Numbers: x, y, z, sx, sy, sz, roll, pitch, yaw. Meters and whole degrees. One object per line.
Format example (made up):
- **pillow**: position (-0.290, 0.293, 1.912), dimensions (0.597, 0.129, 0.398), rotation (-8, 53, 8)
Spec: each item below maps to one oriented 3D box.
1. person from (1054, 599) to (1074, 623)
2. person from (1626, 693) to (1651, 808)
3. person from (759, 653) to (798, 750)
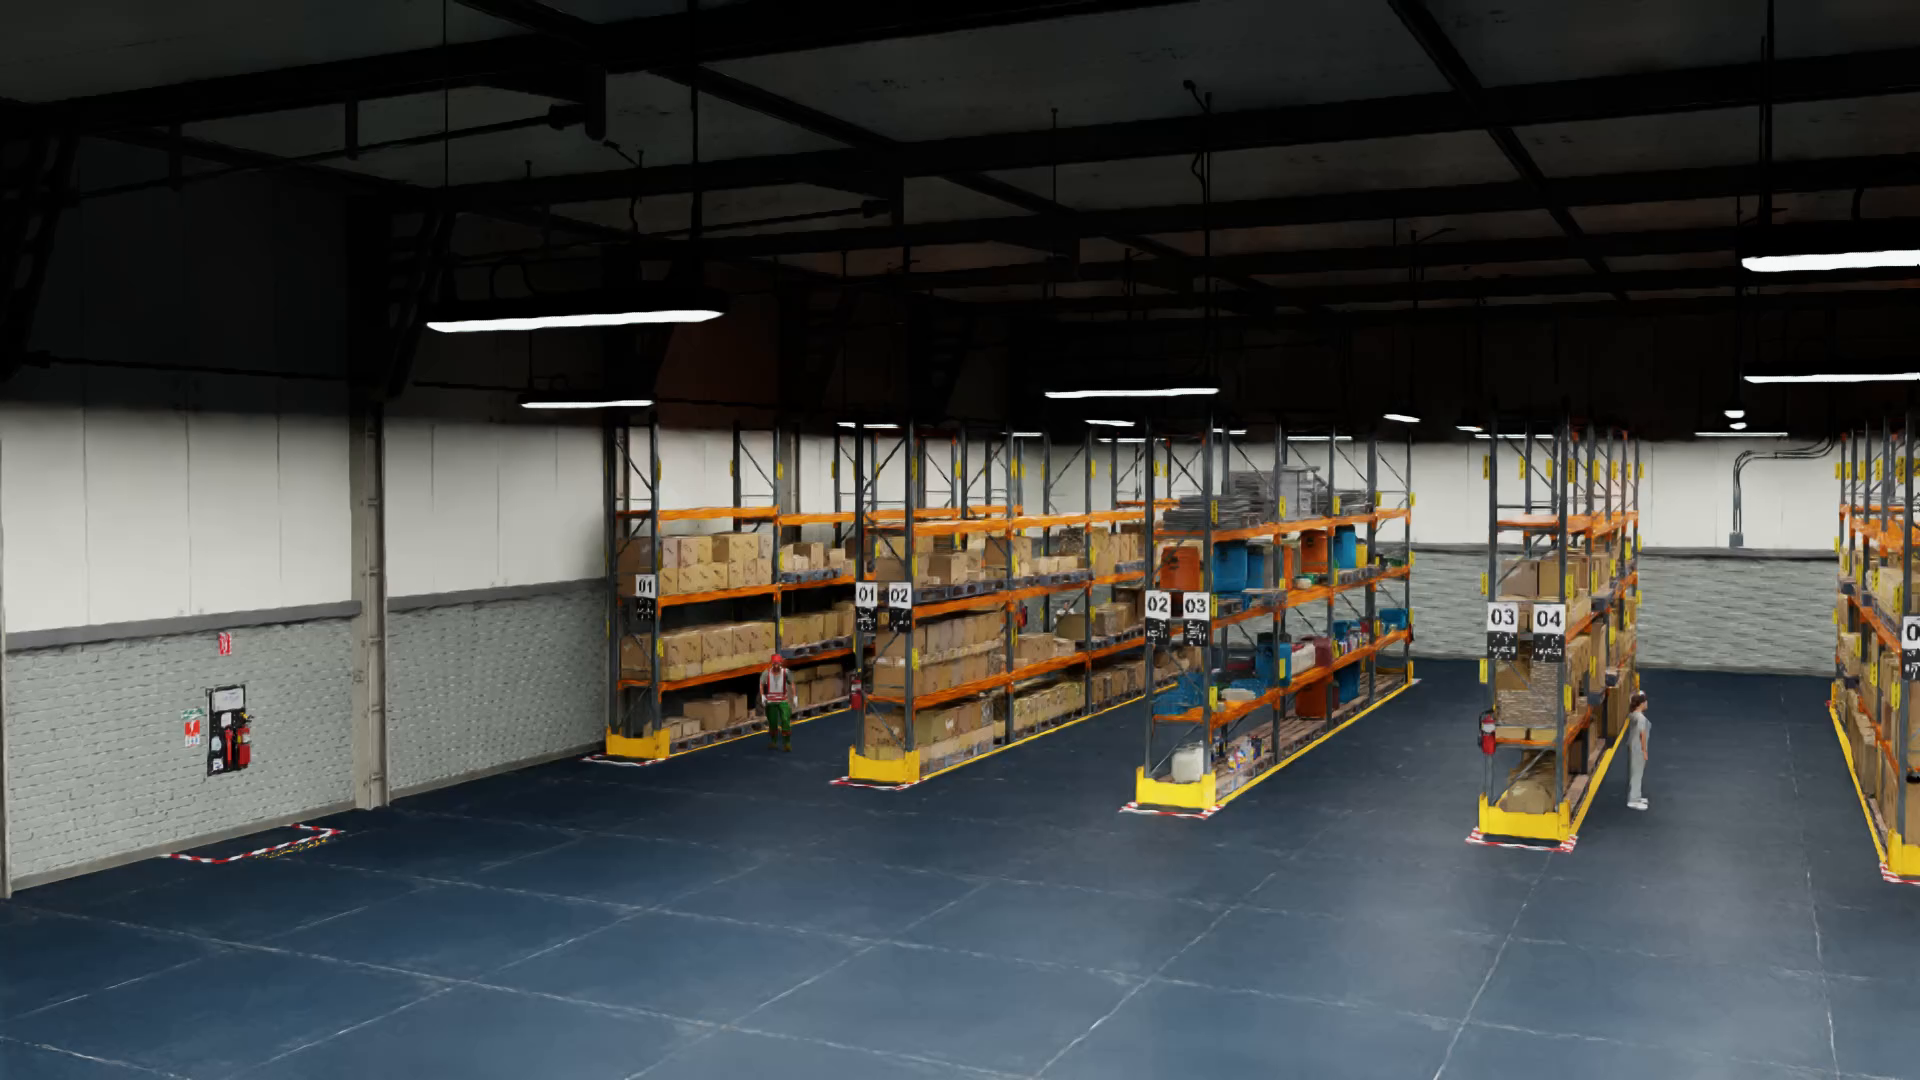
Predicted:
- **person**: position (2.817, 2.342, 43.954), dimensions (0.639, 1.610, 0.807), rotation (0, 2, 9)
- **person**: position (10.085, 3.106, 24.676), dimensions (0.389, 1.676, 0.556), rotation (0, 2, 4)
- **person**: position (-3.254, 2.878, 29.731), dimensions (0.673, 1.731, 0.751), rotation (0, 2, 4)
